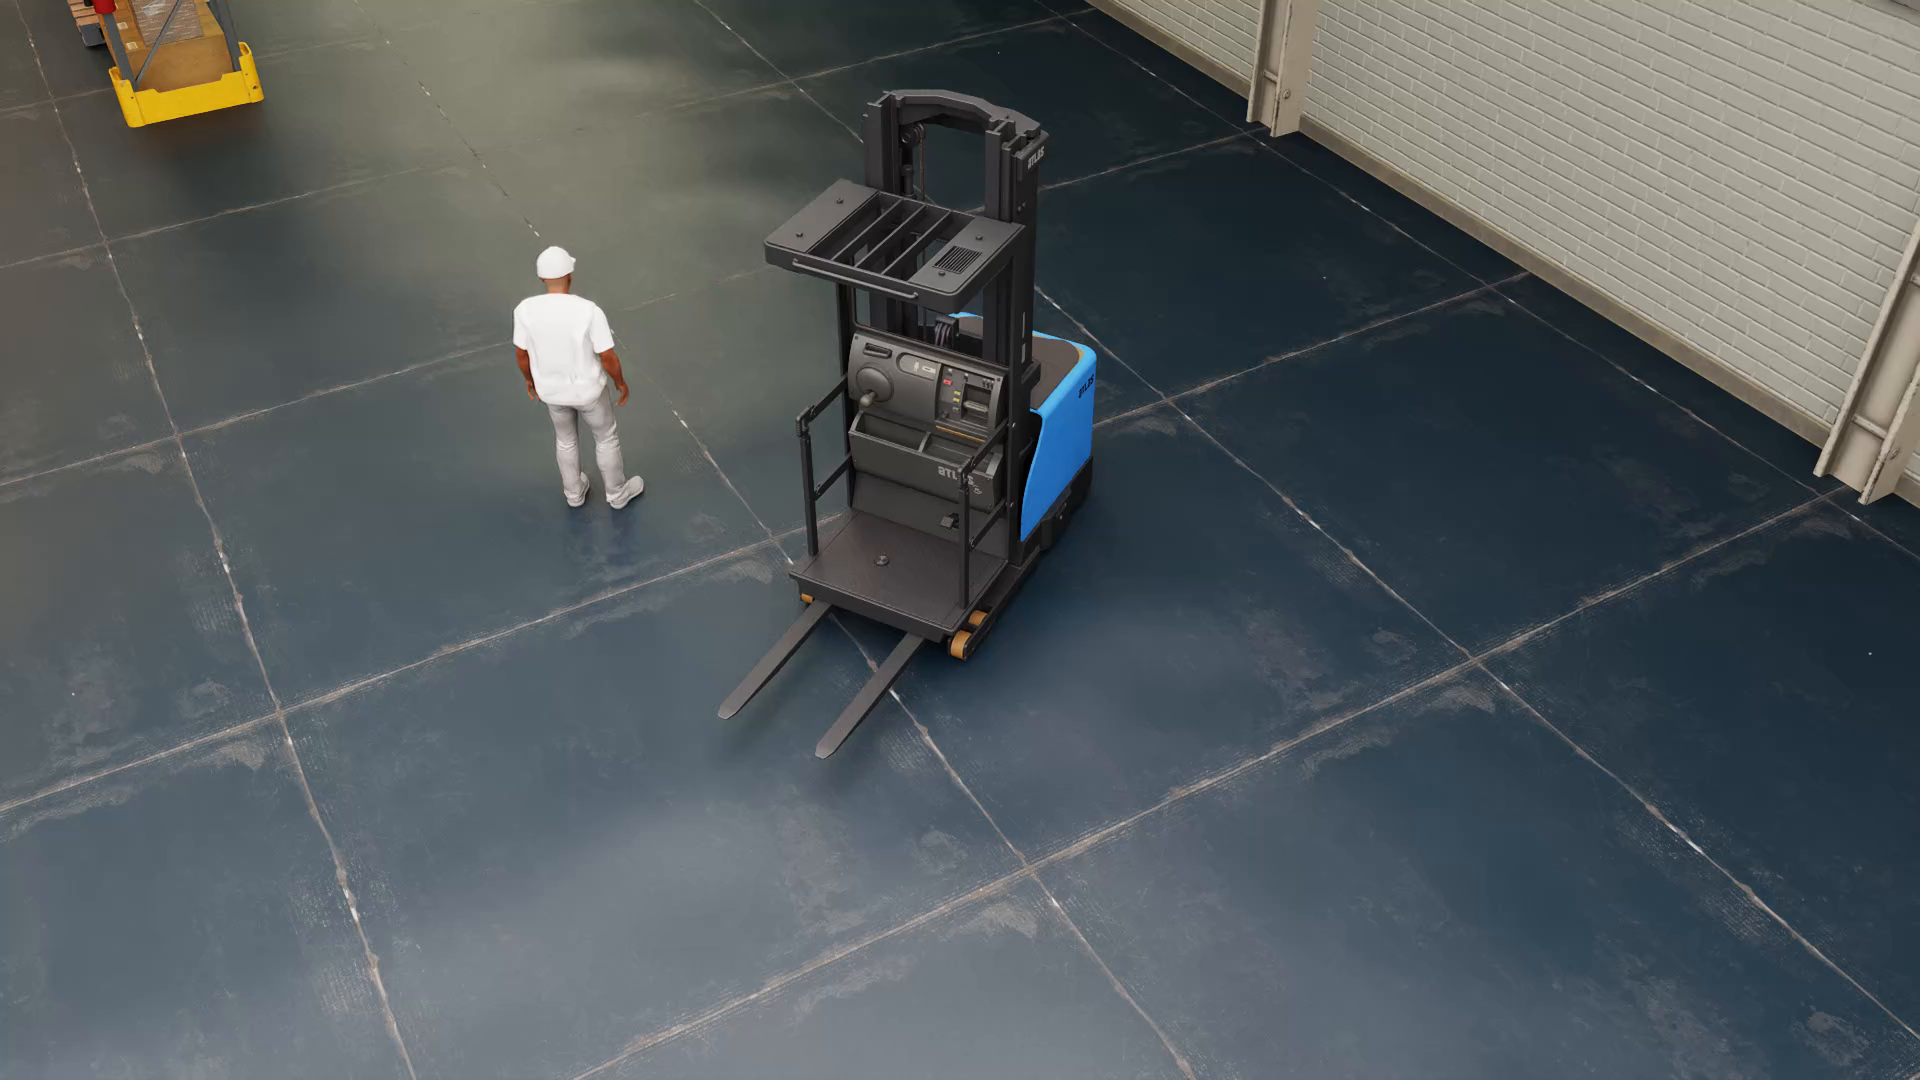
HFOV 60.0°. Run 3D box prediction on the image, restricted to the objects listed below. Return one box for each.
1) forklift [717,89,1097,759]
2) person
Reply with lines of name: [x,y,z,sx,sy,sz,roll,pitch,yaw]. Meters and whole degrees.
forklift: [-0.292,-0.775,8.971,1.130,2.935,3.031,19,43,21]
person: [-2.341,-0.961,10.114,0.637,1.761,0.460,5,40,6]
